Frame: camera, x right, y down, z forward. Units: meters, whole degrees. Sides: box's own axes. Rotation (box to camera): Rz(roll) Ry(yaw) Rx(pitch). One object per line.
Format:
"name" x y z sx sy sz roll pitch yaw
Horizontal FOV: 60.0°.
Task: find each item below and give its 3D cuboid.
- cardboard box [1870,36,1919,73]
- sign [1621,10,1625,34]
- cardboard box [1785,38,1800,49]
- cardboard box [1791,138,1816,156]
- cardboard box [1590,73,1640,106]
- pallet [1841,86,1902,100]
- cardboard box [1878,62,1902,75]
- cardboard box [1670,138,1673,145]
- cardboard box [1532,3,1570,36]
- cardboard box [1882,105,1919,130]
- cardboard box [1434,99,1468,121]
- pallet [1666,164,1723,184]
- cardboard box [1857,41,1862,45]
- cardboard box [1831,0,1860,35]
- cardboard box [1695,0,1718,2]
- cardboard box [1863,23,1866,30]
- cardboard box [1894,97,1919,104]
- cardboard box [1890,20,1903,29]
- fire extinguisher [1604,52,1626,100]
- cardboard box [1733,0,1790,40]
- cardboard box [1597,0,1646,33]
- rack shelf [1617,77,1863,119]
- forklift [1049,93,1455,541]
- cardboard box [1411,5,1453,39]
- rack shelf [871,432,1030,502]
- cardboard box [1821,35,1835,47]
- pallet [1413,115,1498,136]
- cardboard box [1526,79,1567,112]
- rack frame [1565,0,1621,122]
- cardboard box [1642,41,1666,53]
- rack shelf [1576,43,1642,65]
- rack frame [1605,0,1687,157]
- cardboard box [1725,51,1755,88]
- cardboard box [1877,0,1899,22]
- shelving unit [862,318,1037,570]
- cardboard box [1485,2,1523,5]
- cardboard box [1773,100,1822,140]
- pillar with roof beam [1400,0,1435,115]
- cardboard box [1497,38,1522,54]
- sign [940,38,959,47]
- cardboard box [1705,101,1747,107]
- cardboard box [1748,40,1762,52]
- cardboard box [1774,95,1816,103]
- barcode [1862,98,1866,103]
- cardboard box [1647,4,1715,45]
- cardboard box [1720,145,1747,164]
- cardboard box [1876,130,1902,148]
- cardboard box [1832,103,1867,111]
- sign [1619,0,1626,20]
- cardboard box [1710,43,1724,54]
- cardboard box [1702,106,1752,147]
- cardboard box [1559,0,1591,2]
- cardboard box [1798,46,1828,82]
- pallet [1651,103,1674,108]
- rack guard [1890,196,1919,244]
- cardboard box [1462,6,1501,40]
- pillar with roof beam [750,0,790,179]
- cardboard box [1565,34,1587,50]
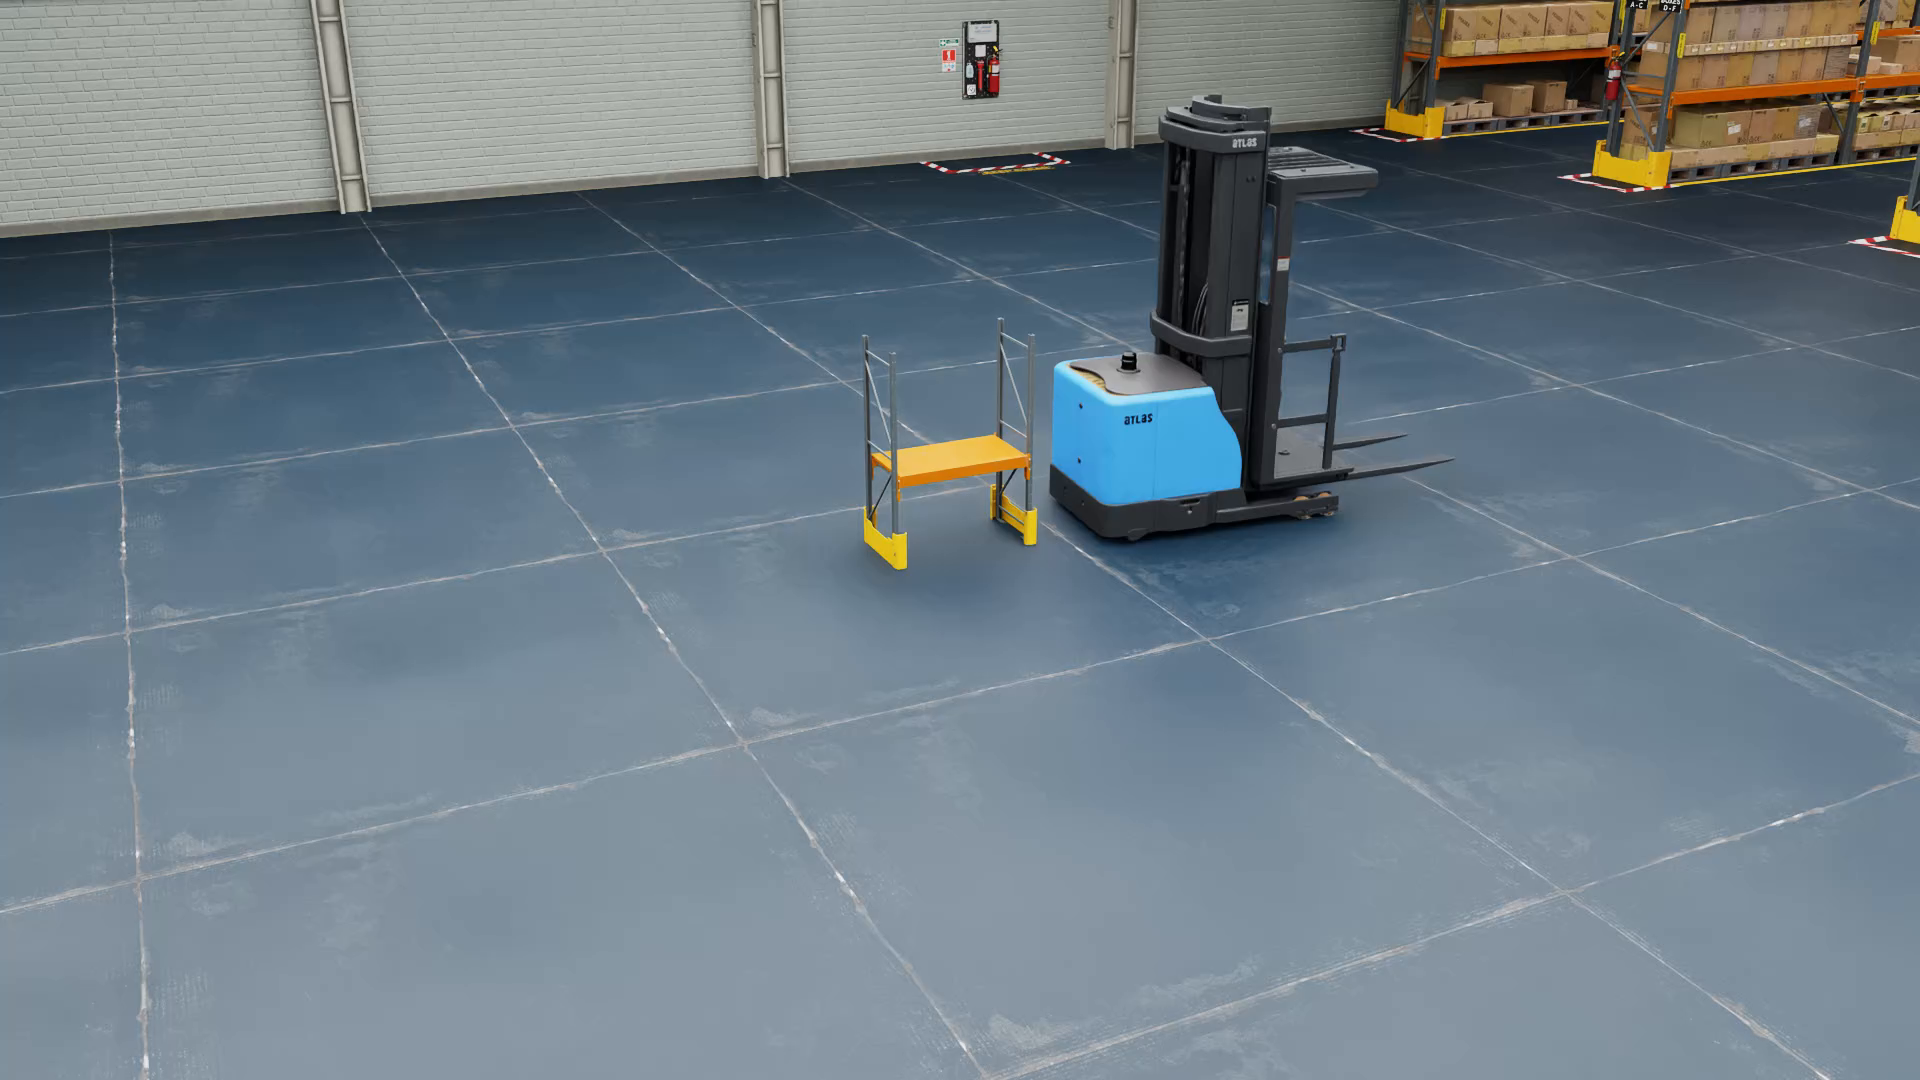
"cardboard box" 14.695 -7.635 26.141 0.500 0.500 0.500 -9 24 -20
"sign" 9.694 -7.550 24.243 0.005 0.325 0.100 -10 25 -24
"cardboard box" 12.225 -7.396 24.717 0.250 0.149 0.380 -10 24 -22
"cardboard box" 12.744 -6.071 25.541 0.500 0.250 0.500 -10 25 -24
"cardboard box" 12.026 -8.262 30.481 0.500 0.500 0.700 -10 24 -22
"pallet" 17.916 -8.971 33.145 1.213 0.211 1.003 -10 25 -24
"cardboard box" 14.409 -7.340 25.888 0.250 0.149 0.380 -10 25 -24
"cardboard box" 10.718 -5.917 25.169 0.500 0.250 0.500 -10 25 -24
"cardboard box" 10.172 -9.023 28.815 0.500 0.500 0.500 -11 25 -25
"cardboard box" 14.921 -6.712 26.357 0.500 0.311 0.500 -11 25 -25
"cardboard box" 8.428 -7.467 28.808 0.500 0.311 0.500 -14 26 -30
"pallet" 10.588 -5.569 24.927 1.213 0.211 1.003 -10 25 -24
"cardboard box" 18.049 -9.461 32.946 0.750 0.750 0.750 -10 25 -23
"cardboard box" 13.124 -7.949 25.205 0.500 0.500 0.700 -10 25 -23
"cardboard box" 13.442 -9.703 30.563 0.500 0.500 0.700 -10 25 -24
"cardboard box" 17.465 -9.993 32.272 0.250 0.149 0.380 -10 25 -24
"cardboard box" 15.596 -7.066 27.211 0.500 0.311 0.500 -11 25 -25
"cardboard box" 18.179 -10.102 32.536 0.250 0.149 0.380 -10 24 -23
"fire extinguisher" 9.609 -6.821 24.407 0.183 0.674 0.296 -10 25 -24
"cardboard box" 11.768 -7.699 24.602 0.500 0.500 0.700 -10 25 -24
"cardboard box" 11.843 -9.408 29.850 0.500 0.500 0.700 -10 25 -23
"rack shelf" 11.719 -6.715 24.991 4.000 0.370 1.077 -10 25 -24
"forklift" 2.237 -1.683 11.985 3.031 2.935 1.130 -8 24 -19
"cardboard box" 8.098 -8.860 28.422 0.500 0.500 0.500 -11 25 -24
"rack shelf" -0.077 -0.513 11.498 1.000 0.185 0.538 -10 25 -24
"cardboard box" 12.911 -7.522 25.020 0.250 0.149 0.380 -11 25 -25
"pallet" 8.581 -7.269 29.035 1.213 0.211 1.003 -10 25 -24
"cardboard box" 10.452 -7.948 29.723 0.500 0.500 0.500 -12 26 -28
"rack frame" 11.370 -9.086 29.778 0.127 3.000 1.000 -10 25 -24
"cardboard box" 10.179 -7.191 24.221 0.250 0.149 0.380 -11 25 -25
"rack shelf" 13.172 -9.085 30.717 4.000 0.370 1.077 -10 25 -24
"rack frame" 9.917 -6.716 24.052 0.127 3.000 1.000 -10 25 -24
"cardboard box" 11.264 -7.004 24.618 0.500 0.500 0.700 -10 25 -23
"cardboard box" 17.816 -10.354 32.296 0.500 0.500 0.500 -10 25 -23
"shelving unit" -0.069 -0.680 11.433 1.083 1.500 0.587 -10 25 -24
"cardboard box" 9.474 -9.111 29.028 0.500 0.500 0.500 -10 25 -23
"cardboard box" 12.743 -6.418 25.399 0.500 0.500 0.500 -10 25 -24
"pillar with roof beam" 9.888 -10.125 24.444 0.400 9.000 9.100 -10 25 -24
"cardboard box" 9.266 -8.507 28.550 0.500 0.250 0.500 -11 25 -24
"sign" -0.164 -7.647 25.563 0.331 0.109 0.001 -10 25 -24
"cardboard box" 11.617 -6.431 25.429 0.500 0.500 0.500 -10 25 -24
"cardboard box" 11.524 -7.267 24.405 0.250 0.149 0.380 -11 25 -24
"cardboard box" 12.968 -6.680 26.032 0.500 0.500 0.500 -10 25 -24
"barcode" 13.932 -6.770 25.621 0.075 0.075 0.001 -10 25 -24
"cardboard box" 10.391 -7.443 23.983 0.500 0.500 0.700 -10 25 -23
"cardboard box" 11.397 -5.819 24.931 0.500 0.250 0.500 -10 25 -24
"cardboard box" 14.454 -6.369 26.260 0.500 0.250 0.500 -10 24 -22
"cardboard box" 14.228 -6.817 26.608 0.500 0.311 0.500 -10 24 -22
"sign" 11.612 -9.300 29.164 0.005 0.325 0.100 -10 25 -24
"cardboard box" 10.826 -7.138 24.094 0.250 0.149 0.380 -10 25 -23
"cardboard box" 11.392 -6.169 24.797 0.500 0.500 0.500 -10 25 -24
"cardboard box" 10.856 -9.366 29.645 0.500 0.500 0.500 -11 25 -25
"cardboard box" 12.652 -7.260 25.236 0.500 0.500 0.700 -11 25 -24
"pallet" 13.171 -8.131 31.117 1.213 0.211 1.003 -10 25 -24
"rack guard" 12.110 -3.882 20.475 0.348 0.500 1.175 -10 25 -24
"cardboard box" 8.776 -8.763 28.187 0.500 0.500 0.500 -10 25 -23
"pillar with roof beam" -0.925 -8.134 19.636 0.400 9.000 9.100 -10 25 -24
"cardboard box" 10.622 -8.763 29.168 0.500 0.250 0.500 -10 25 -23
